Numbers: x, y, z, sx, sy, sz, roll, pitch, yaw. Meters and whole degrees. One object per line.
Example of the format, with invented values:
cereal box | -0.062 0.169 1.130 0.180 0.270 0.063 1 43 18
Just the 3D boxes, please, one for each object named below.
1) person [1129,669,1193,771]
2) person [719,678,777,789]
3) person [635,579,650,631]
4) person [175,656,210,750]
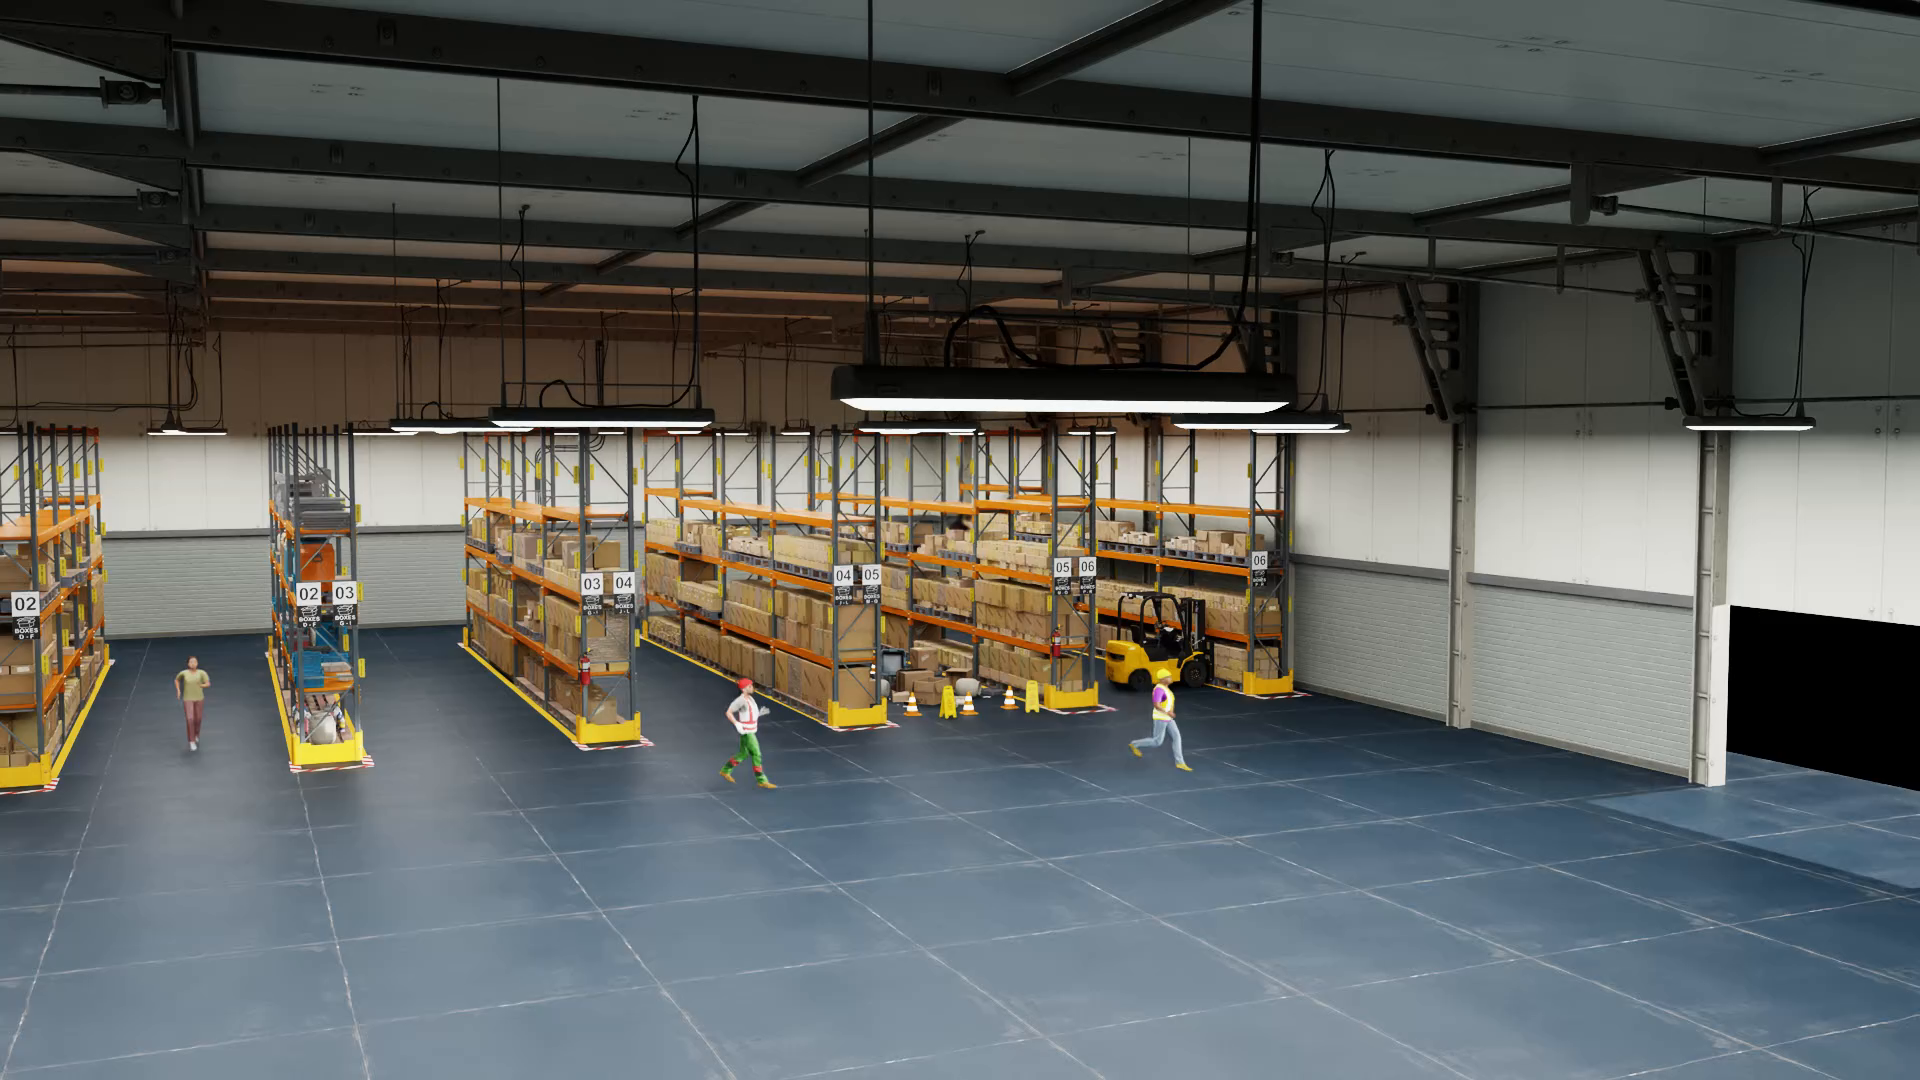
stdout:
person | 3.482 3.109 28.755 1.111 1.758 0.669 2 4 26
person | -3.470 3.139 27.118 0.992 1.781 0.659 0 4 6
person | -9.341 1.938 48.972 0.511 1.559 0.593 2 4 28
person | -14.178 2.980 30.770 0.564 1.677 0.907 -2 4 -34
